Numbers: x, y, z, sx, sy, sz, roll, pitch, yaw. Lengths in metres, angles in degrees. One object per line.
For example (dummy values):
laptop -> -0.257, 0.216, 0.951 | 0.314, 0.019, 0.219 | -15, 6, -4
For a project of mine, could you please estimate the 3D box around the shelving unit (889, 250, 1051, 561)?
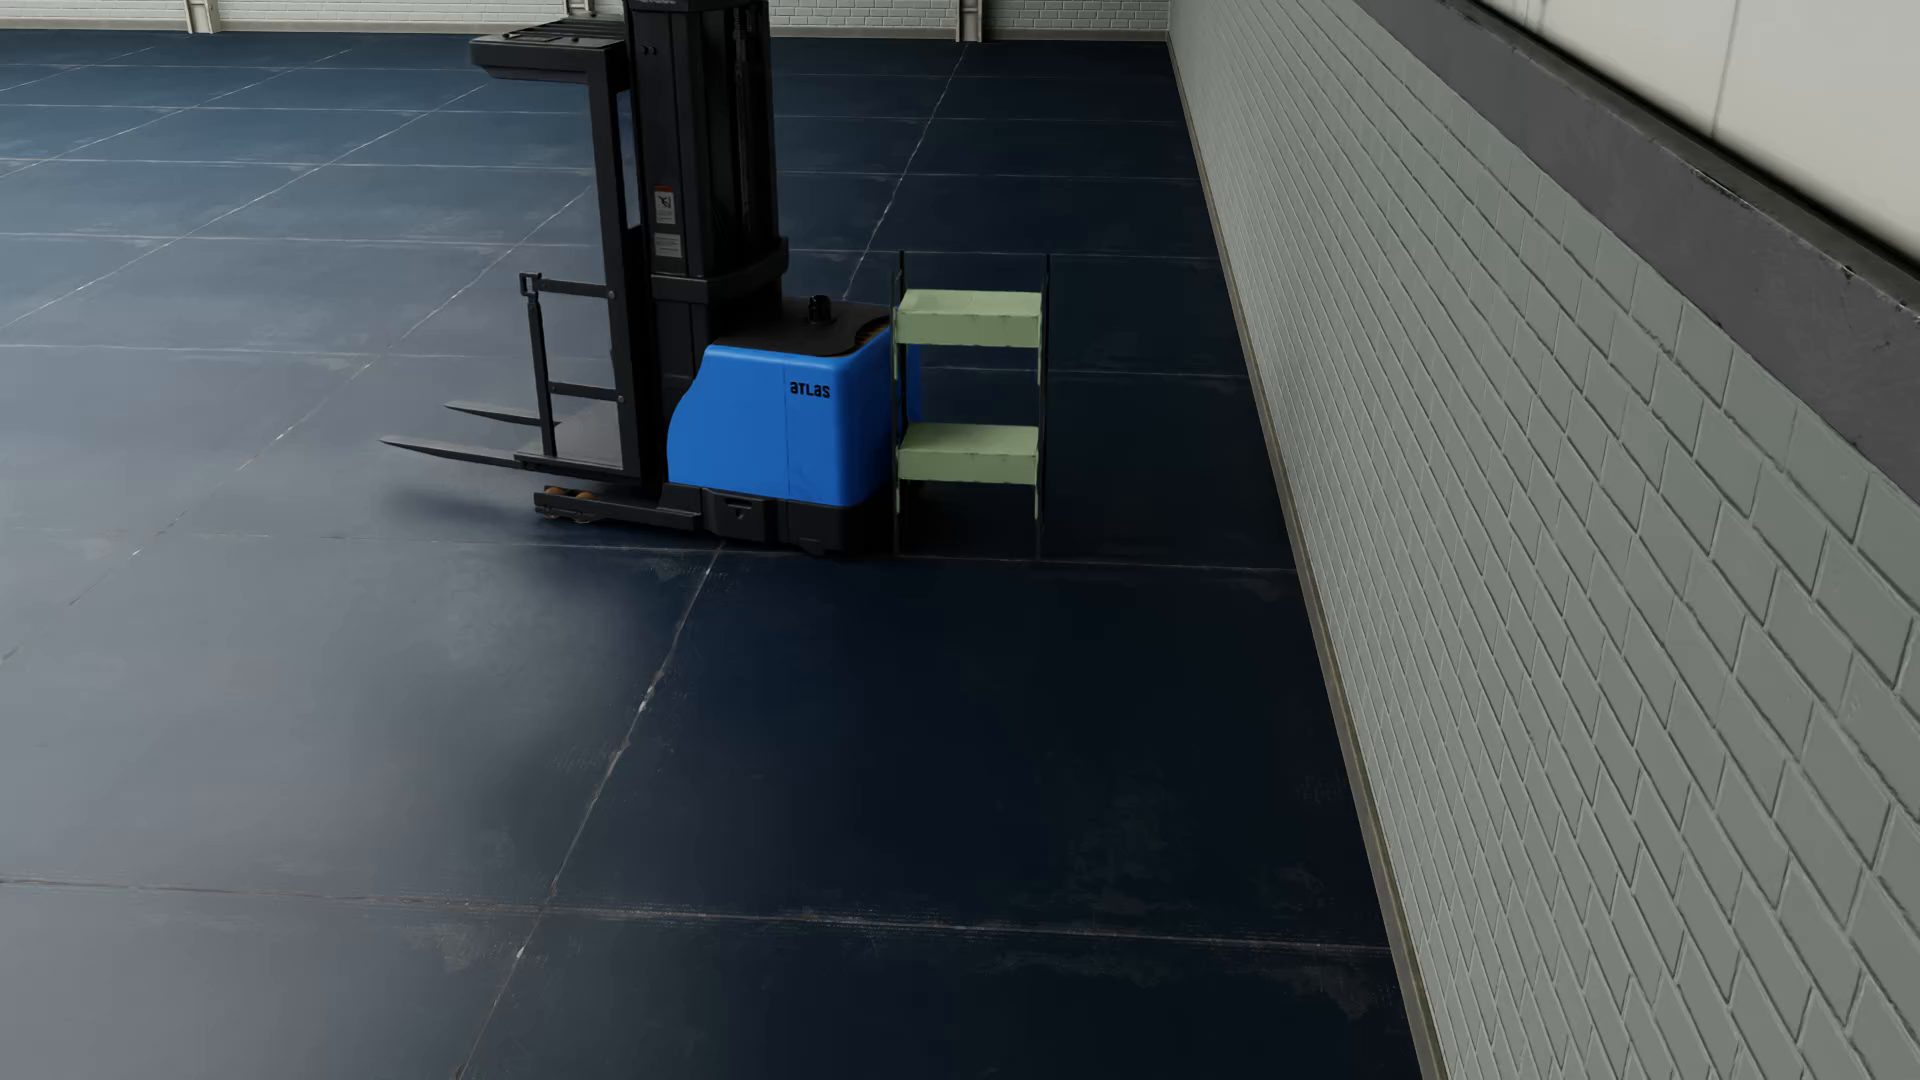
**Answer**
shelving unit -> 0.056, -0.670, 8.413 | 0.755, 1.500, 0.431 | 2, 25, 5

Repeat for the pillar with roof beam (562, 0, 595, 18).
pillar with roof beam -> -6.166, -10.064, 19.856 | 0.400, 9.000, 9.100 | 2, 25, 4

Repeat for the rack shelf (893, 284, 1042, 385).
rack shelf -> 0.056, -1.025, 8.250 | 0.720, 0.370, 0.431 | 2, 25, 5

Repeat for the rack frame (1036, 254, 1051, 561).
rack frame -> 0.420, -0.655, 8.379 | 0.023, 1.500, 0.400 | 2, 25, 5

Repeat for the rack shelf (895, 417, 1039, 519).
rack shelf -> 0.056, -0.374, 8.549 | 0.720, 0.370, 0.431 | 2, 25, 5

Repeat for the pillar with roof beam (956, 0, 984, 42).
pillar with roof beam -> -0.184, -9.872, 19.438 | 0.400, 9.000, 9.100 | 2, 25, 4

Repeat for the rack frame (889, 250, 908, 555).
rack frame -> -0.308, -0.686, 8.446 | 0.023, 1.500, 0.400 | 2, 25, 5

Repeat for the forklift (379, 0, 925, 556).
forklift -> -1.769, -1.615, 8.754 | 3.031, 2.935, 1.130 | 9, 26, 18

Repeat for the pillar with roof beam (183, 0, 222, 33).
pillar with roof beam -> -12.148, -10.256, 20.273 | 0.400, 9.000, 9.100 | 2, 25, 4
